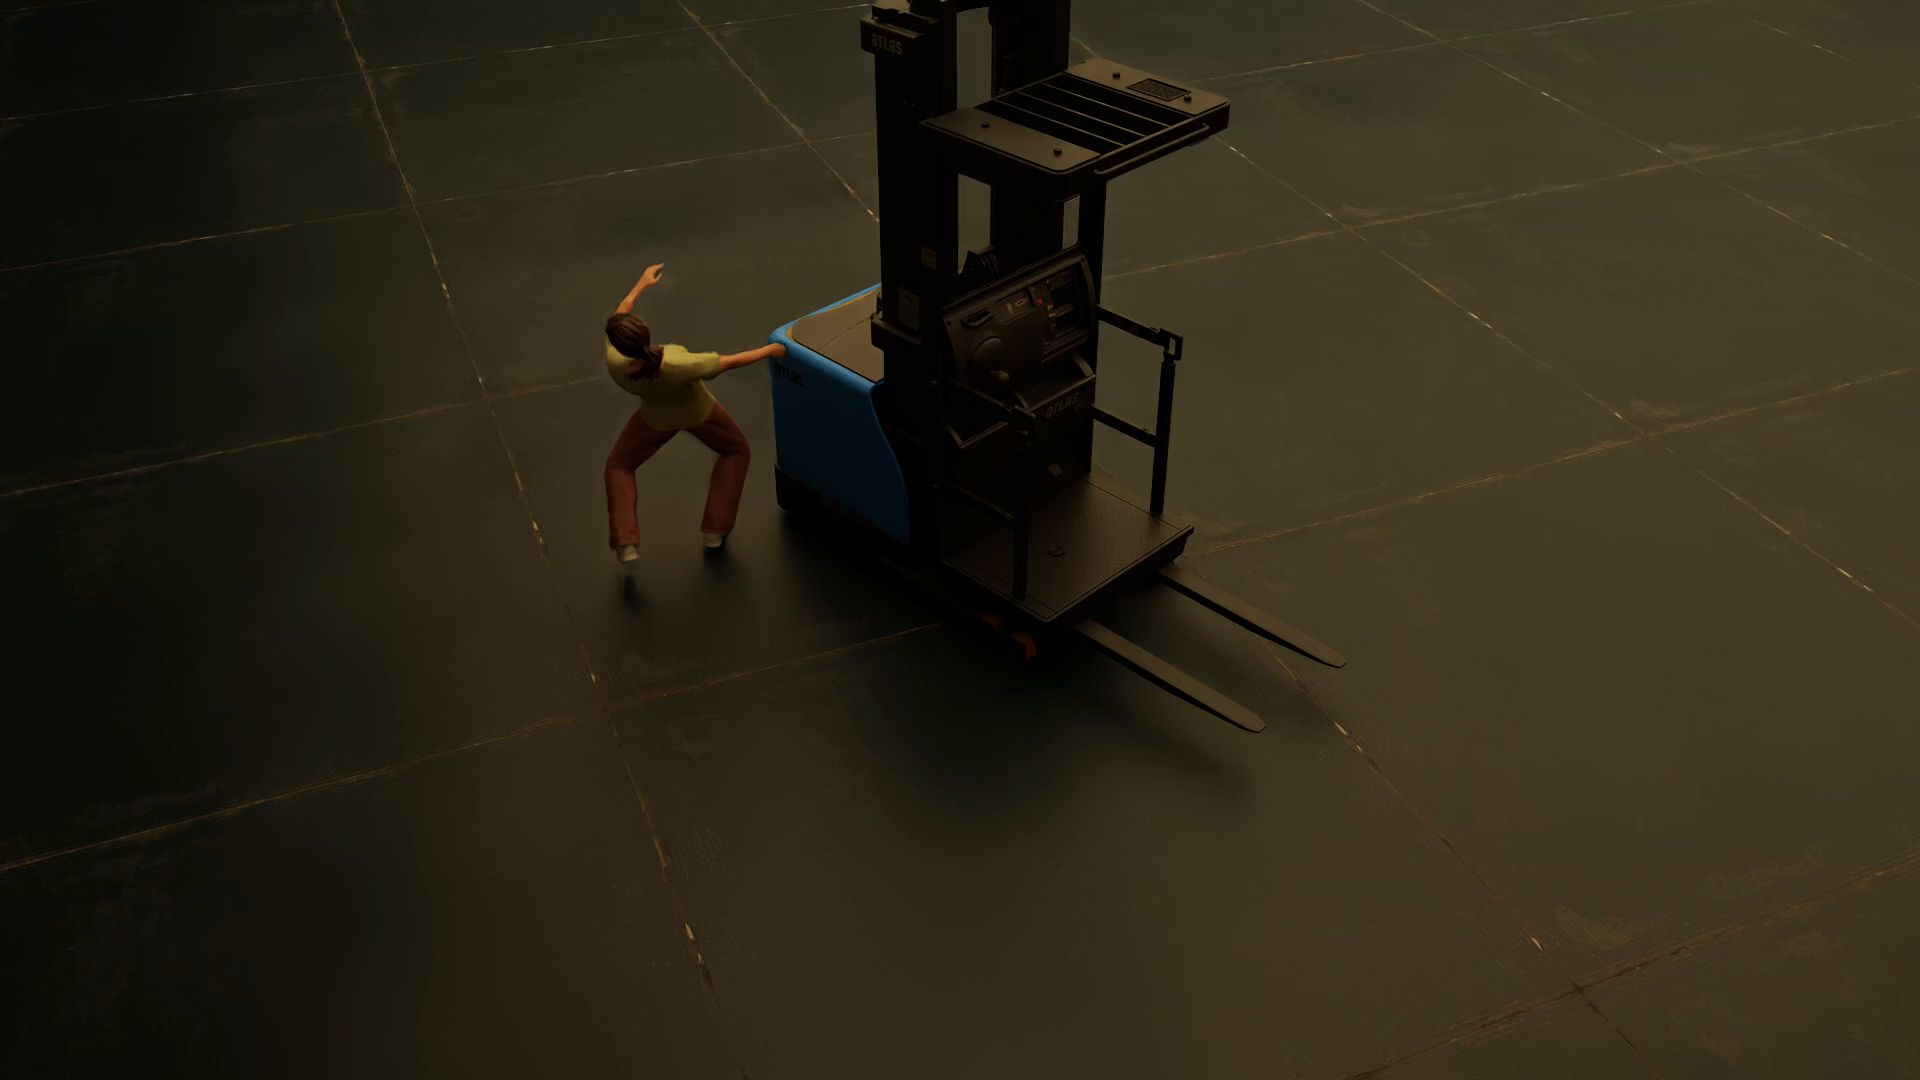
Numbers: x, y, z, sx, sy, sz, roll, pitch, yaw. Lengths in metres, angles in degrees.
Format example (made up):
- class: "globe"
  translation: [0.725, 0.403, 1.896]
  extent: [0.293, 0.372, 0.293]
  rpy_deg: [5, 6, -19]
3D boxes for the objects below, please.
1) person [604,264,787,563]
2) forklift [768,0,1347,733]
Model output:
- class: "person"
  translation: [-1.301, -0.599, 8.201]
  extent: [0.984, 1.427, 0.716]
  rpy_deg: [-6, 36, -8]
- class: "forklift"
  translation: [0.432, -0.946, 7.429]
  extent: [3.031, 2.935, 1.130]
  rpy_deg: [30, 45, 35]
